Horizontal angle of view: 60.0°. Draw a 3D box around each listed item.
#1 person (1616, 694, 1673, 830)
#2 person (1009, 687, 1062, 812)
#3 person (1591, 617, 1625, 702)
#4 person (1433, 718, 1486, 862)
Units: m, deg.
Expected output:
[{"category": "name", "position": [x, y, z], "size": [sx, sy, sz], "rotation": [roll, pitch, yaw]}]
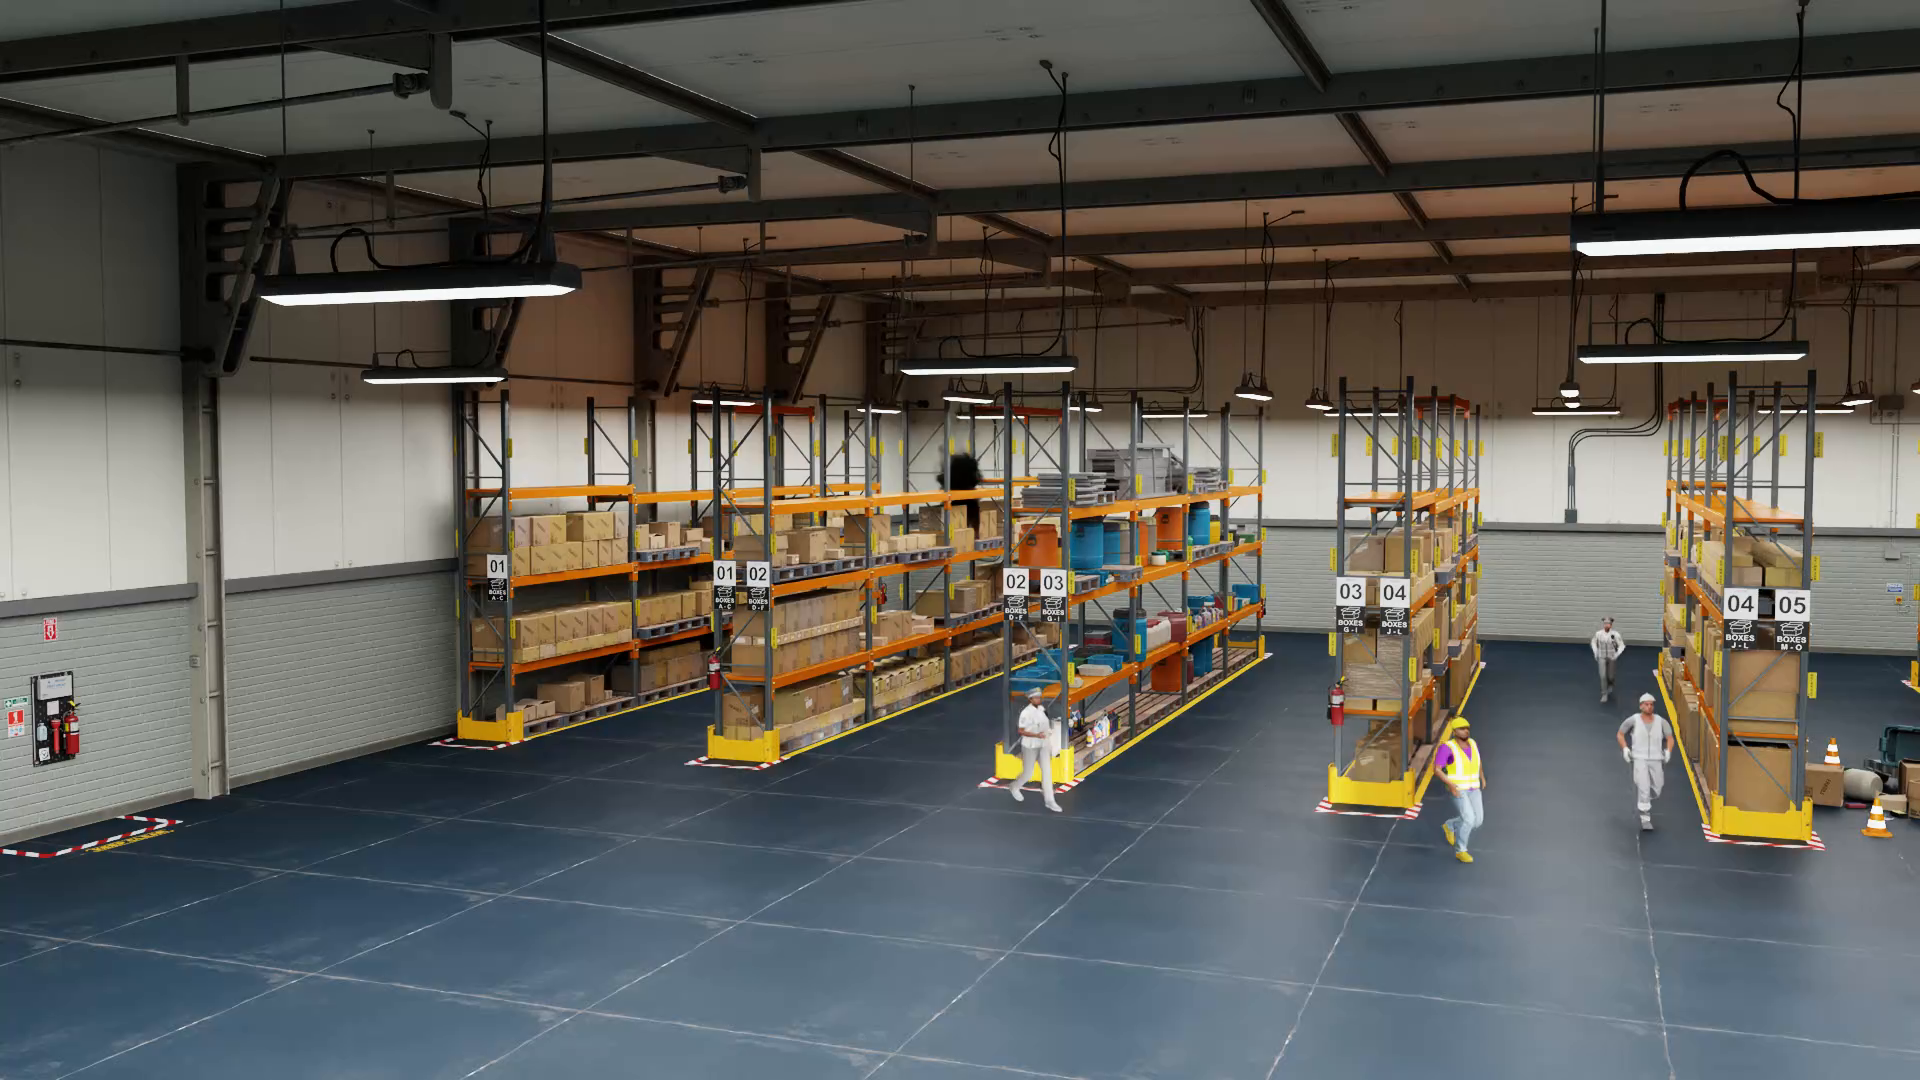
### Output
[{"category": "person", "position": [9.077, 2.901, 22.031], "size": [0.691, 1.748, 0.804], "rotation": [0, 3, 9]}, {"category": "person", "position": [1.033, 2.864, 23.021], "size": [0.594, 1.684, 0.947], "rotation": [-3, 4, -39]}, {"category": "person", "position": [12.896, 2.355, 33.127], "size": [0.637, 1.681, 0.743], "rotation": [1, 3, 24]}, {"category": "person", "position": [6.102, 3.024, 20.326], "size": [0.693, 1.732, 0.561], "rotation": [-1, 3, -25]}]
